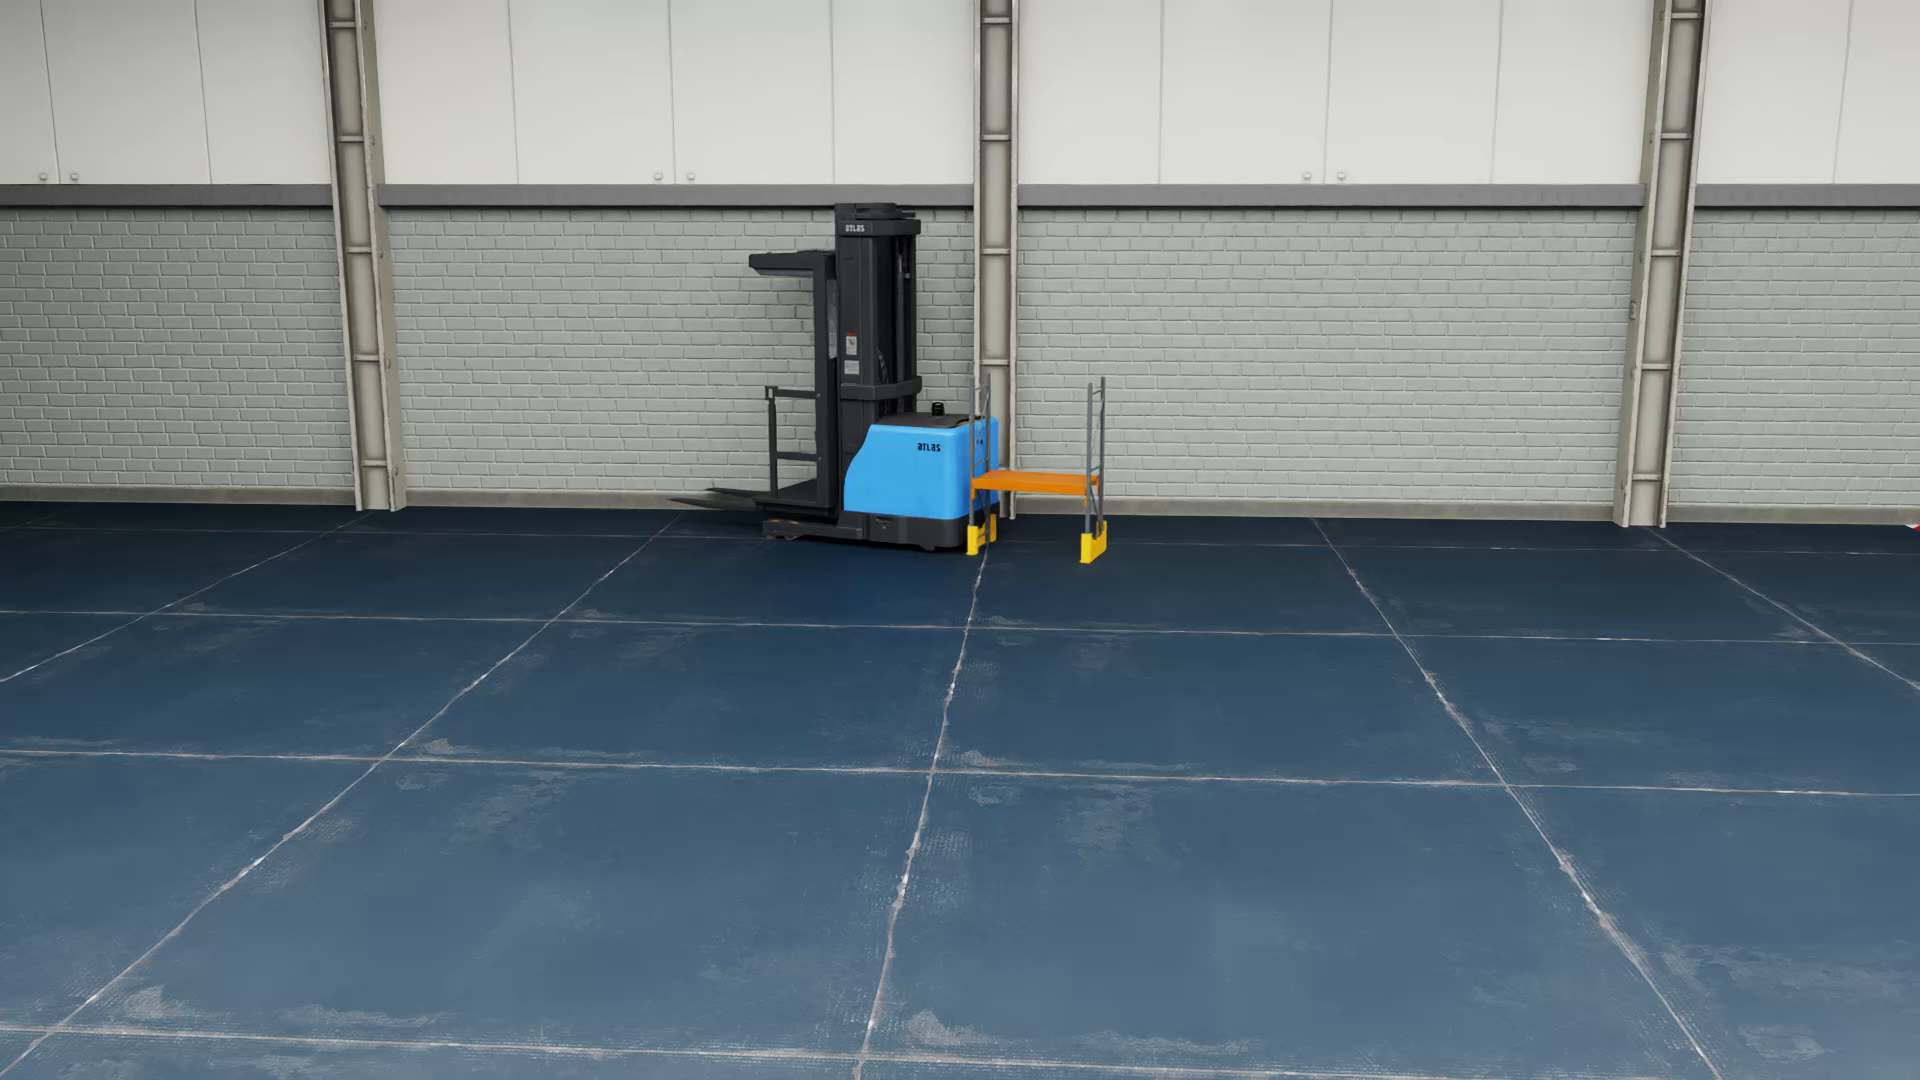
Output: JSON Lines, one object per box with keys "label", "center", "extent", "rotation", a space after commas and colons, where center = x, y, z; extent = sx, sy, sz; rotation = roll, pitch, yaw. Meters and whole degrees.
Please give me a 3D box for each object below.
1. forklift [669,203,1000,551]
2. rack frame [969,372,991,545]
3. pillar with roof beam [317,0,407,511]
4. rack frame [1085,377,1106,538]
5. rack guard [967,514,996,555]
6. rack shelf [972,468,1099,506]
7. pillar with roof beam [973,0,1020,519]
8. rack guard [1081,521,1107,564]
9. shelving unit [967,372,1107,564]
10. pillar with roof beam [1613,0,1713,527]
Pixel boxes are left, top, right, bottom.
{"label": "forklift", "center": [-1.202, -1.523, 14.890], "extent": [3.031, 2.935, 1.130], "rotation": [6, 13, 25]}
{"label": "rack frame", "center": [0.172, -0.663, 14.274], "extent": [0.032, 1.500, 0.500], "rotation": [4, 12, 18]}
{"label": "pillar with roof beam", "center": [-5.942, -3.839, 11.142], "extent": [0.400, 9.000, 9.100], "rotation": [1, 12, 4]}
{"label": "rack frame", "center": [1.136, -0.597, 13.958], "extent": [0.032, 1.500, 0.500], "rotation": [4, 12, 18]}
{"label": "rack guard", "center": [0.190, -0.050, 14.396], "extent": [0.087, 0.250, 0.587], "rotation": [4, 12, 18]}
{"label": "rack shelf", "center": [0.654, -0.454, 14.153], "extent": [1.000, 0.185, 0.538], "rotation": [4, 12, 18]}
{"label": "pillar with roof beam", "center": [0.044, -3.757, 10.749], "extent": [0.400, 9.000, 9.100], "rotation": [1, 12, 4]}
{"label": "rack guard", "center": [1.135, 0.015, 14.086], "extent": [0.087, 0.250, 0.587], "rotation": [4, 12, 18]}
{"label": "shelving unit", "center": [0.662, -0.629, 14.113], "extent": [1.083, 1.500, 0.587], "rotation": [4, 12, 18]}
{"label": "pillar with roof beam", "center": [6.031, -3.675, 10.357], "extent": [0.400, 9.000, 9.100], "rotation": [1, 12, 4]}
